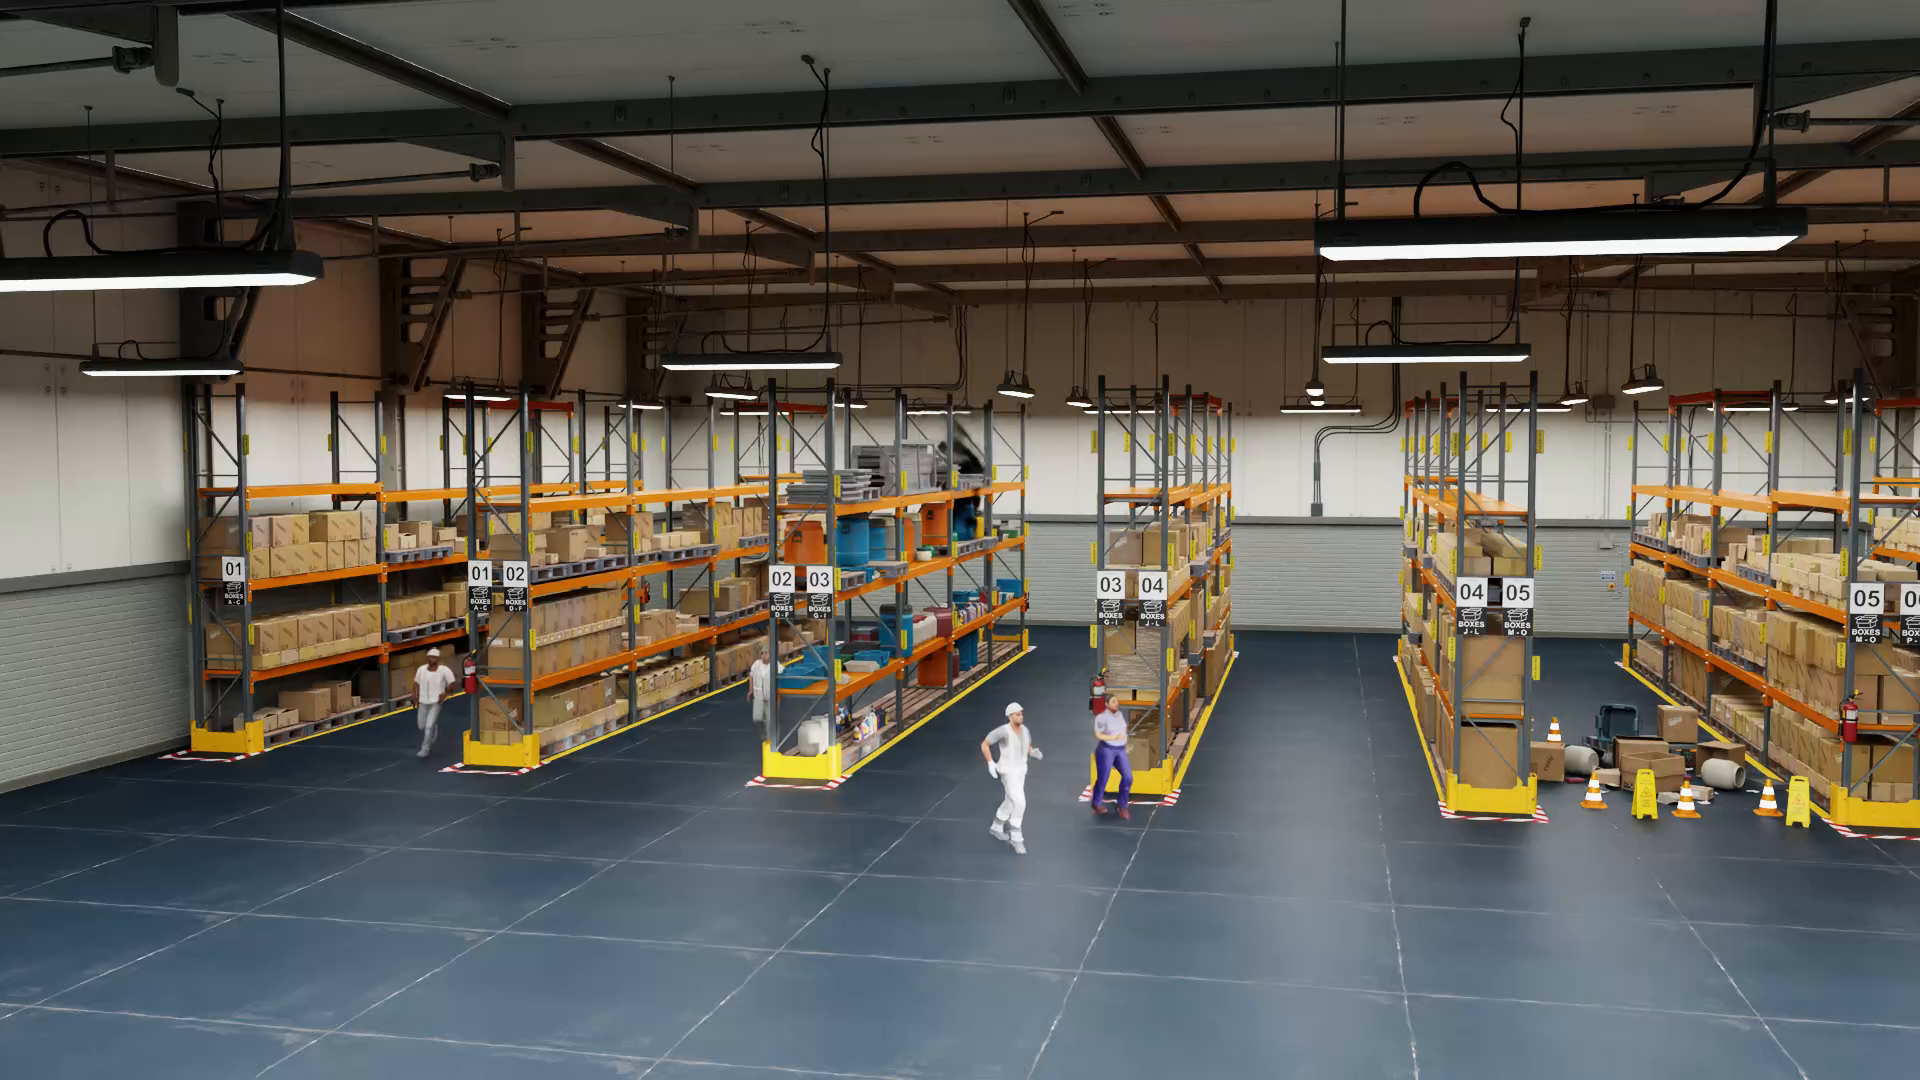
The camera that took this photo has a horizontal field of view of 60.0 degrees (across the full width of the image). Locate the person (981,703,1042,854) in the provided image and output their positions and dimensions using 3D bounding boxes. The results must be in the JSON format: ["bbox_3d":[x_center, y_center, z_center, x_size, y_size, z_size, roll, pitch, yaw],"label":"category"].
[{"bbox_3d":[0.654,2.935,20.646,0.782,1.850,0.653,3,4,40],"label":"person"}]

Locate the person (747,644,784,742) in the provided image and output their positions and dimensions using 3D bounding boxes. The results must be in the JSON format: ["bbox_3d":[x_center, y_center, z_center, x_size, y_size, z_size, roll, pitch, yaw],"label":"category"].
[{"bbox_3d":[-3.204,2.571,27.409,0.651,1.726,0.632,0,3,8],"label":"person"}]

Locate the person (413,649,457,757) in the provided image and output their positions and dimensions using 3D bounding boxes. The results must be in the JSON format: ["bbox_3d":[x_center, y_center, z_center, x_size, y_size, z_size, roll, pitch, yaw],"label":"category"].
[{"bbox_3d":[-8.529,2.616,26.966,0.688,1.736,0.680,0,3,4],"label":"person"}]

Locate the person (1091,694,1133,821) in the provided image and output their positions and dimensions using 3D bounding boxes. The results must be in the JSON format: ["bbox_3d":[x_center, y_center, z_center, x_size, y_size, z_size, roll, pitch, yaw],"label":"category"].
[{"bbox_3d":[2.040,2.909,22.332,0.608,1.691,0.686,-2,4,-30],"label":"person"}]
